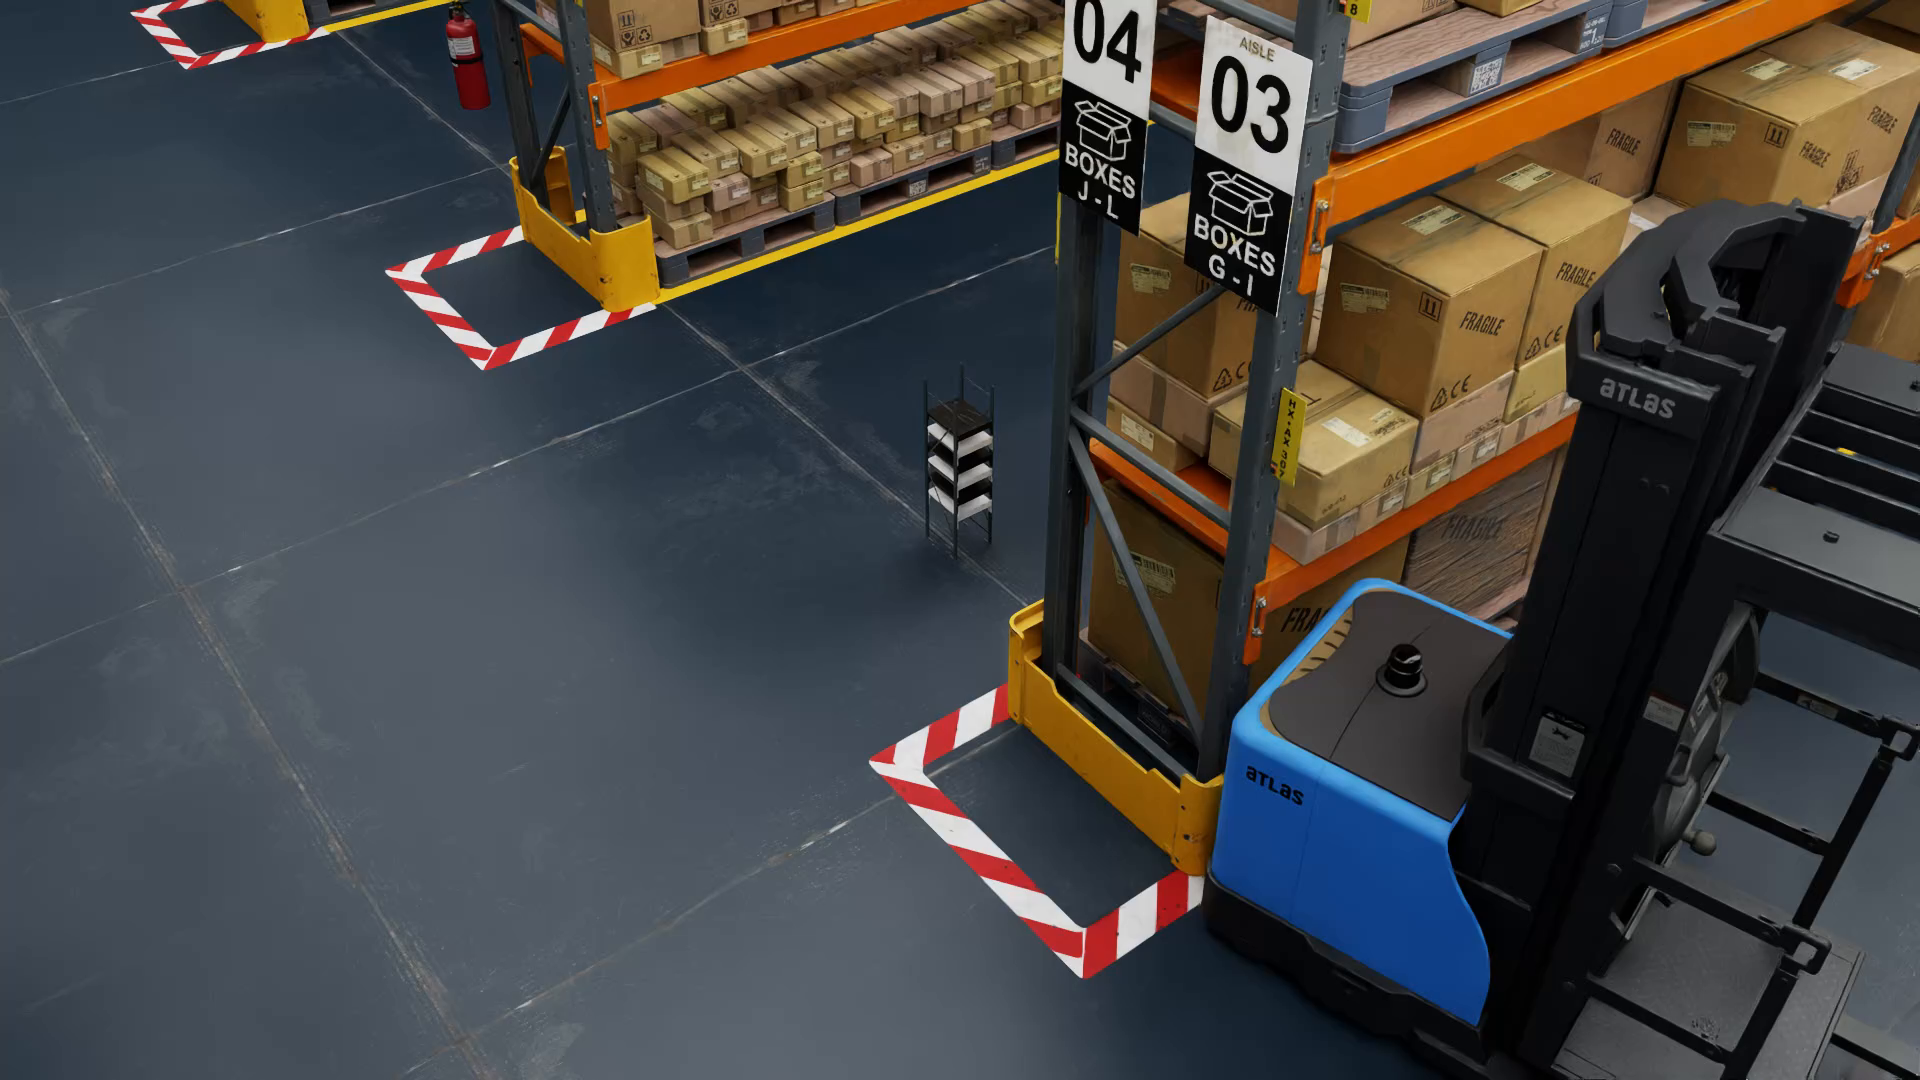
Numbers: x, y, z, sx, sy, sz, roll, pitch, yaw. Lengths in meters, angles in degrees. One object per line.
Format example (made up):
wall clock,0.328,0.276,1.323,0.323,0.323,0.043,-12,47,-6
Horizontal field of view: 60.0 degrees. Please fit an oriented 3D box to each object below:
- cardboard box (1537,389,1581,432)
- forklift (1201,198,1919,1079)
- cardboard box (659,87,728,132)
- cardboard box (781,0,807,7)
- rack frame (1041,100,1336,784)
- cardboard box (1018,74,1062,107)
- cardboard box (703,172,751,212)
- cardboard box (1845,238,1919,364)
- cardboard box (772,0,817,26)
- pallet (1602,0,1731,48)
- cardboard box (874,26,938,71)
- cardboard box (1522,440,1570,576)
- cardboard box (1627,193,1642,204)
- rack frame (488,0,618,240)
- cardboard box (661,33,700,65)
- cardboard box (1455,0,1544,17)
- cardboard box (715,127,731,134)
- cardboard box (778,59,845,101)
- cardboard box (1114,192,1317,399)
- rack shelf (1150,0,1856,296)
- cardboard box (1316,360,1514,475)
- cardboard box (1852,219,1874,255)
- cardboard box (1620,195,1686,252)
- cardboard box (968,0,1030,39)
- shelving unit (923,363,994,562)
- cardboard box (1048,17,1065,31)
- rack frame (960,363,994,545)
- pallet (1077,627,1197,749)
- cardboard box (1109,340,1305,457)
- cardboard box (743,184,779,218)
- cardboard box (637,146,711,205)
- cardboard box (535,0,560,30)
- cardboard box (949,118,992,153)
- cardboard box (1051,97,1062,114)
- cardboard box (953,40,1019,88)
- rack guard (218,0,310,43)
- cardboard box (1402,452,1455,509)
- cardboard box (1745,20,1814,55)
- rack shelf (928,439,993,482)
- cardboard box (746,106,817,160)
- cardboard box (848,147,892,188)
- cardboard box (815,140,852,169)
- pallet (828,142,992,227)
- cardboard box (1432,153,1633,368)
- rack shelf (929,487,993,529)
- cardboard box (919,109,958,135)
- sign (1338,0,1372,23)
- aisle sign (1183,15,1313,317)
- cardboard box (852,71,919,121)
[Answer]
cardboard box,2.185,-0.604,6.453,0.250,0.149,0.380,-26,46,-29
forklift,2.362,0.621,4.815,3.031,2.935,1.130,26,46,28
cardboard box,-1.630,-2.620,10.160,0.250,0.149,0.380,-27,46,-29
cardboard box,-0.928,-3.356,9.297,0.500,0.500,0.500,-25,46,-28
rack frame,0.685,-0.232,5.801,0.127,3.000,1.000,-26,46,-28
cardboard box,0.449,-2.982,10.835,0.250,0.149,0.380,-28,47,-29
cardboard box,-1.434,-2.092,9.750,0.250,0.149,0.380,-26,46,-28
cardboard box,4.352,-1.376,8.540,0.875,0.875,1.225,-26,46,-28
cardboard box,-1.026,-3.087,9.479,0.250,0.149,0.380,-26,46,-28
pallet,2.235,-2.124,5.812,1.213,0.211,1.003,-26,46,-28
cardboard box,-0.355,-3.204,10.872,0.250,0.149,0.380,-25,46,-27
cardboard box,2.571,-0.556,7.541,0.875,0.875,0.875,-26,46,-28
cardboard box,2.519,-1.392,7.100,0.500,0.250,0.500,-25,45,-27
rack frame,-2.258,-2.766,8.890,0.127,3.000,1.000,-26,46,-28
cardboard box,-1.624,-2.748,9.066,0.250,0.149,0.380,-24,45,-27
cardboard box,1.584,-2.016,5.123,0.500,0.500,0.700,-28,47,-30
cardboard box,-1.602,-2.490,10.236,0.250,0.149,0.380,-28,47,-30
cardboard box,-0.930,-2.866,10.460,0.250,0.149,0.380,-28,47,-29
cardboard box,0.911,-0.900,5.907,0.500,0.500,0.500,-25,46,-28
rack shelf,2.271,-1.887,6.021,4.000,0.370,1.077,-26,46,-28
cardboard box,1.638,-0.543,6.064,0.500,0.250,0.500,-27,46,-29
cardboard box,3.814,-1.398,7.421,0.250,0.149,0.380,-26,46,-28
cardboard box,2.853,-1.134,6.784,0.500,0.250,0.500,-25,46,-27
cardboard box,0.260,-3.496,11.228,0.250,0.149,0.380,-24,45,-26
shelving unit,-0.006,-0.345,7.594,0.210,0.900,0.258,-26,46,-28
cardboard box,0.791,-3.333,11.029,0.250,0.149,0.380,-25,45,-27
rack frame,0.074,-0.384,7.642,0.006,0.900,0.240,-26,46,-28
pallet,1.271,0.498,7.111,1.213,0.211,1.003,-26,46,-28
cardboard box,0.907,-0.610,6.146,0.500,0.250,0.500,-27,46,-29
cardboard box,-1.297,-2.109,10.006,0.250,0.149,0.380,-25,46,-28
cardboard box,-1.635,-2.087,9.511,0.250,0.149,0.380,-28,47,-30
cardboard box,-2.171,-2.937,9.296,0.250,0.149,0.380,-26,46,-28
cardboard box,-0.010,-2.649,10.664,0.250,0.149,0.380,-26,46,-28
cardboard box,0.554,-2.990,11.080,0.250,0.149,0.380,-25,45,-27
cardboard box,0.166,-3.054,10.688,0.250,0.149,0.380,-24,45,-27
rack guard,-5.373,-4.240,12.658,0.348,0.500,1.175,-26,46,-28
cardboard box,1.573,-0.305,6.089,0.250,0.149,0.380,-27,47,-29
cardboard box,3.321,-2.068,7.332,0.500,0.500,0.500,-26,46,-28
rack shelf,-0.006,-0.389,7.558,0.200,0.077,0.258,-26,46,-28
cardboard box,-1.066,-2.425,9.922,0.250,0.149,0.380,-28,47,-30
cardboard box,-0.632,-2.352,10.302,0.250,0.149,0.380,-28,47,-30
cardboard box,-0.872,-2.426,10.157,0.250,0.149,0.380,-28,47,-30
pallet,-0.565,-2.482,10.742,1.213,0.211,1.003,-26,46,-28
cardboard box,2.033,-1.025,6.061,0.500,0.500,0.500,-27,47,-29
rack shelf,-0.006,-0.180,7.730,0.200,0.077,0.258,-26,46,-28
cardboard box,-0.224,-2.732,10.531,0.250,0.149,0.380,-28,47,-30
sign,1.018,-1.479,4.205,0.005,0.325,0.100,-26,46,-28
aisle sign,0.810,-1.059,4.759,0.004,0.787,0.394,-26,46,-28
cardboard box,-0.463,-2.751,10.320,0.250,0.149,0.380,-26,46,-28
